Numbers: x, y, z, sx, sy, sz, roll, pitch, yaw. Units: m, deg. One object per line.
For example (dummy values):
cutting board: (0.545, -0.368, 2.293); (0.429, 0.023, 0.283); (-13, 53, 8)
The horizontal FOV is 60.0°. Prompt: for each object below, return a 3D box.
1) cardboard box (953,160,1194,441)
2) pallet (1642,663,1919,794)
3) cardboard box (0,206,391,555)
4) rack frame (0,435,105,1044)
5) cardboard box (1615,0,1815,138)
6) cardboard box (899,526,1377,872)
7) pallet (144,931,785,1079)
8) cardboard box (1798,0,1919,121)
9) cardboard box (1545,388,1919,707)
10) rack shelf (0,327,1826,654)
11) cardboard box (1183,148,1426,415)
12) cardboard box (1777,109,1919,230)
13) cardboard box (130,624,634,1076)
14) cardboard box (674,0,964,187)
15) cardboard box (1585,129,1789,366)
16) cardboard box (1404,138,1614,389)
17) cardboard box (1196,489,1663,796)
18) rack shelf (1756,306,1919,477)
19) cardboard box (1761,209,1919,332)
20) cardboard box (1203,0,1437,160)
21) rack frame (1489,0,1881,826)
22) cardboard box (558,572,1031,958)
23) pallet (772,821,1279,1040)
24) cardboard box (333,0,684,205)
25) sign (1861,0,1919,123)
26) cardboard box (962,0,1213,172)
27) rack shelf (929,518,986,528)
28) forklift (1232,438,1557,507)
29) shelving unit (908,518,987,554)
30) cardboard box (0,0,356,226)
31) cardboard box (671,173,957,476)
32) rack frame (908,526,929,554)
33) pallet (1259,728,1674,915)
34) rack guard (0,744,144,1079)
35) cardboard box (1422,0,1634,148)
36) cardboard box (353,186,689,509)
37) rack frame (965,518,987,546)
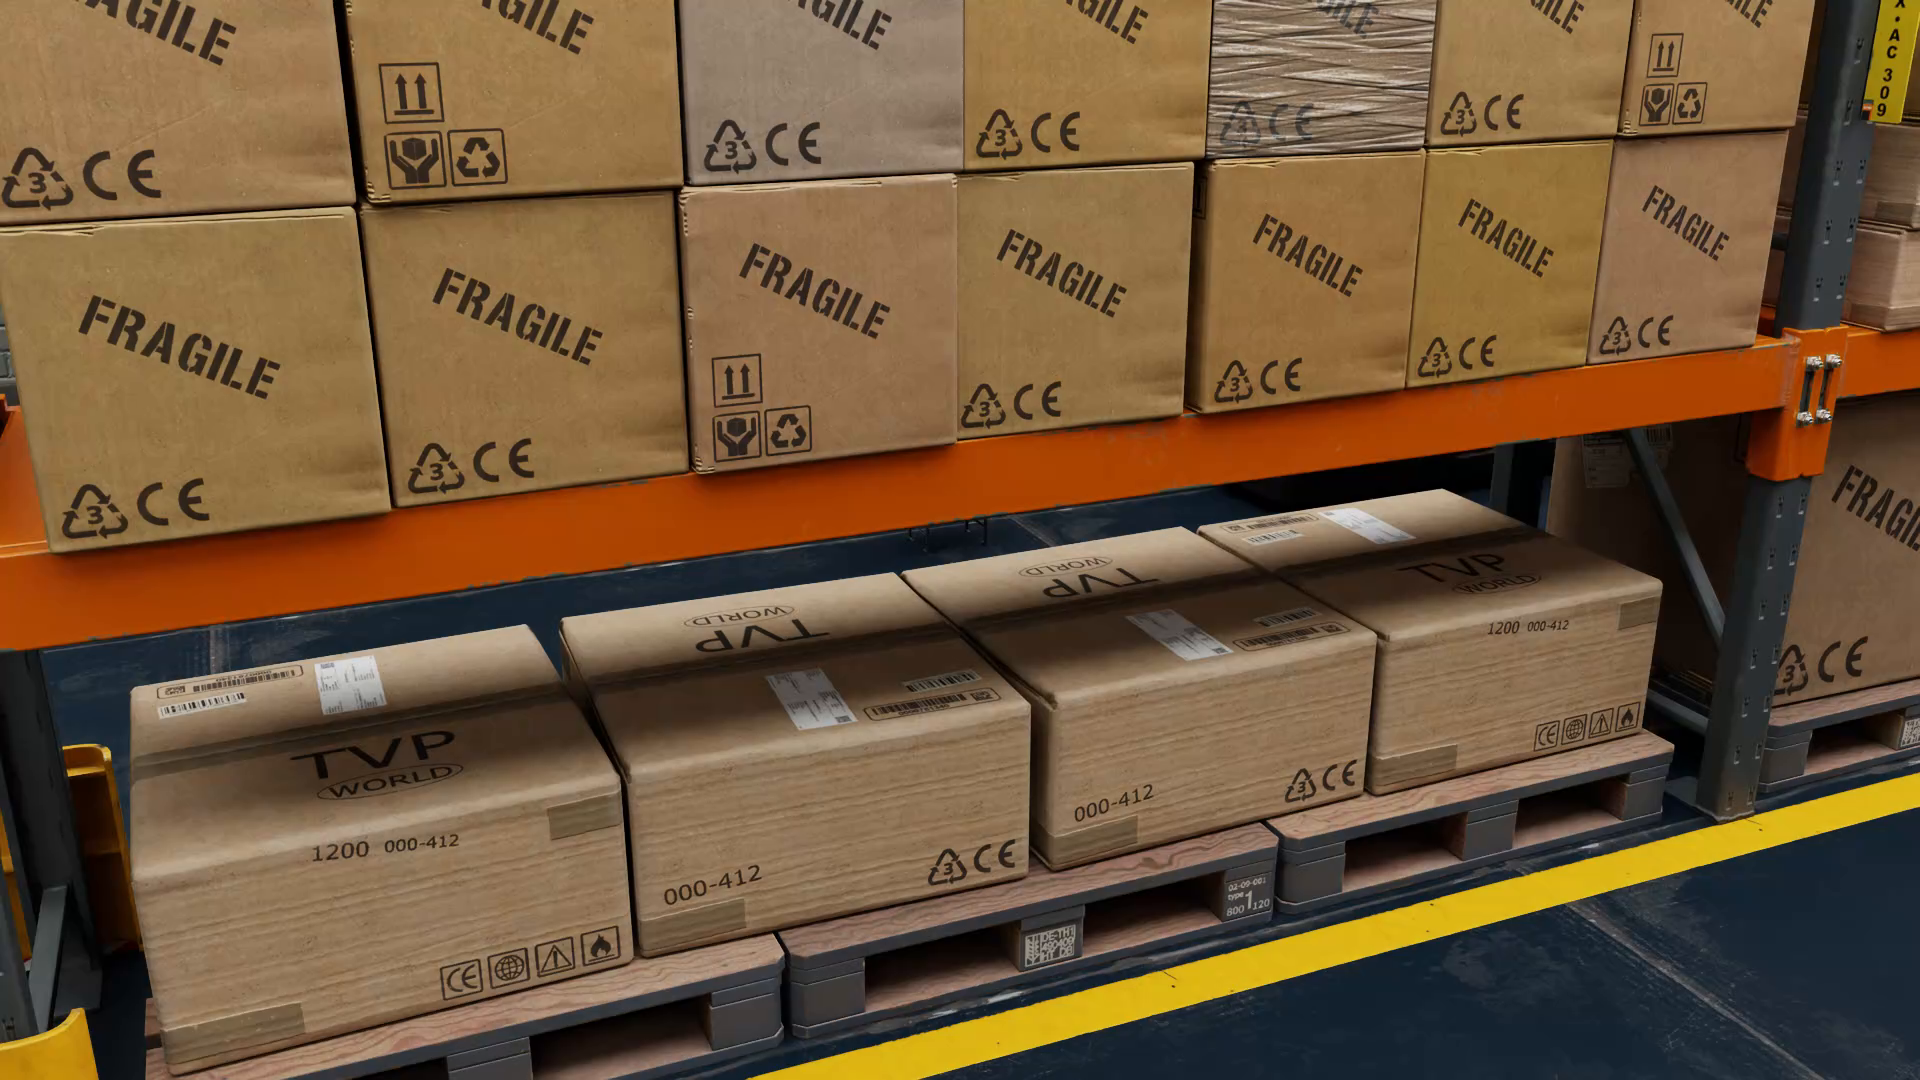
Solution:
cardboard box: (0.121, -0.526, 3.350); (0.500, 0.500, 0.500); (-7, 21, -20)
pallet: (2.537, 0.368, 5.158); (1.213, 0.211, 1.003); (-8, 21, -22)
cardboard box: (-1.260, -0.319, 2.761); (0.500, 0.500, 0.500); (-8, 21, -22)
rack frame: (-1.814, -0.296, 2.847); (0.127, 3.000, 1.000); (-8, 21, -22)
cardboard box: (1.535, -1.195, 3.743); (0.500, 0.500, 0.500); (-8, 21, -22)
cardboard box: (0.418, 0.356, 4.220); (0.875, 0.438, 0.875); (-9, 21, -24)
pallet: (-1.111, 0.890, 3.676); (1.213, 0.211, 1.003); (-8, 21, -22)
cardboard box: (2.377, -1.311, 4.074); (0.500, 0.500, 0.500); (-8, 21, -21)
cardboard box: (2.396, -0.124, 4.925); (0.875, 0.875, 0.875); (-7, 21, -20)
rack shelf: (0.022, -0.220, 3.714); (4.000, 0.370, 1.077); (-8, 21, -22)
cardboard box: (0.608, -0.591, 3.532); (0.500, 0.500, 0.500); (-8, 21, -23)
cardboard box: (2.375, -0.959, 4.203); (0.500, 0.250, 0.500); (-9, 21, -23)
cardboard box: (-1.248, 0.597, 3.536); (0.875, 0.438, 0.875); (-9, 21, -24)
cardboard box: (-0.319, -0.931, 2.995); (0.500, 0.500, 0.500); (-8, 21, -22)
cardboard box: (1.534, -0.731, 3.930); (0.500, 0.500, 0.500); (-8, 21, -21)
cardboard box: (1.064, -0.661, 3.733); (0.500, 0.500, 0.500); (-9, 21, -23)
cardboard box: (1.240, 0.238, 4.555); (0.875, 0.438, 0.875); (-8, 21, -23)
rack shelf: (3.695, -0.746, 5.208); (4.000, 0.370, 1.077); (-8, 21, -22)
cardboard box: (2.367, -0.729, 4.302); (0.500, 0.250, 0.500); (-9, 21, -23)
cardboard box: (0.602, -1.061, 3.362); (0.500, 0.500, 0.500); (-8, 21, -21)
rack frame: (1.859, -0.822, 4.341); (0.127, 3.000, 1.000); (-8, 21, -22)
cardboard box: (-0.411, 0.474, 3.885); (0.875, 0.438, 0.875); (-8, 21, -20)
pallet: (0.008, 0.731, 4.129); (1.213, 0.211, 1.003); (-8, 21, -22)
cardboard box: (-0.789, -0.861, 2.796); (0.500, 0.500, 0.500); (-9, 21, -23)
sign: (2.080, -1.099, 3.704); (0.005, 0.325, 0.100); (-8, 21, -22)
cardboard box: (0.138, -0.997, 3.182); (0.500, 0.500, 0.500); (-8, 21, -22)
rack shelf: (-0.049, -0.216, 6.423); (0.240, 0.259, 0.215); (-8, 21, -22)
forklift: (2.398, -1.836, 7.324); (3.031, 2.935, 1.130); (-10, 22, -27)
shelving unit: (-0.049, -0.488, 6.328); (0.252, 1.050, 0.215); (-8, 21, -22)
cardboard box: (-1.260, -0.791, 2.597); (0.500, 0.500, 0.500); (-9, 21, -23)
cardboard box: (-0.332, -0.455, 3.148); (0.500, 0.500, 0.500); (-8, 21, -22)
rack frame: (-0.161, -0.472, 6.282); (0.008, 1.050, 0.200); (-8, 21, -22)
pallet: (1.130, 0.569, 4.588); (1.213, 0.211, 1.003); (-8, 21, -22)
rack guard: (-1.836, 0.886, 3.253); (0.348, 0.500, 1.175); (-8, 21, -22)
cardboard box: (1.066, -1.131, 3.561); (0.500, 0.500, 0.500); (-8, 21, -23)
cardboard box: (-0.806, -0.394, 2.974); (0.500, 0.500, 0.500); (-8, 21, -23)
rack frame: (0.063, -0.504, 6.373); (0.008, 1.050, 0.200); (-8, 21, -22)
